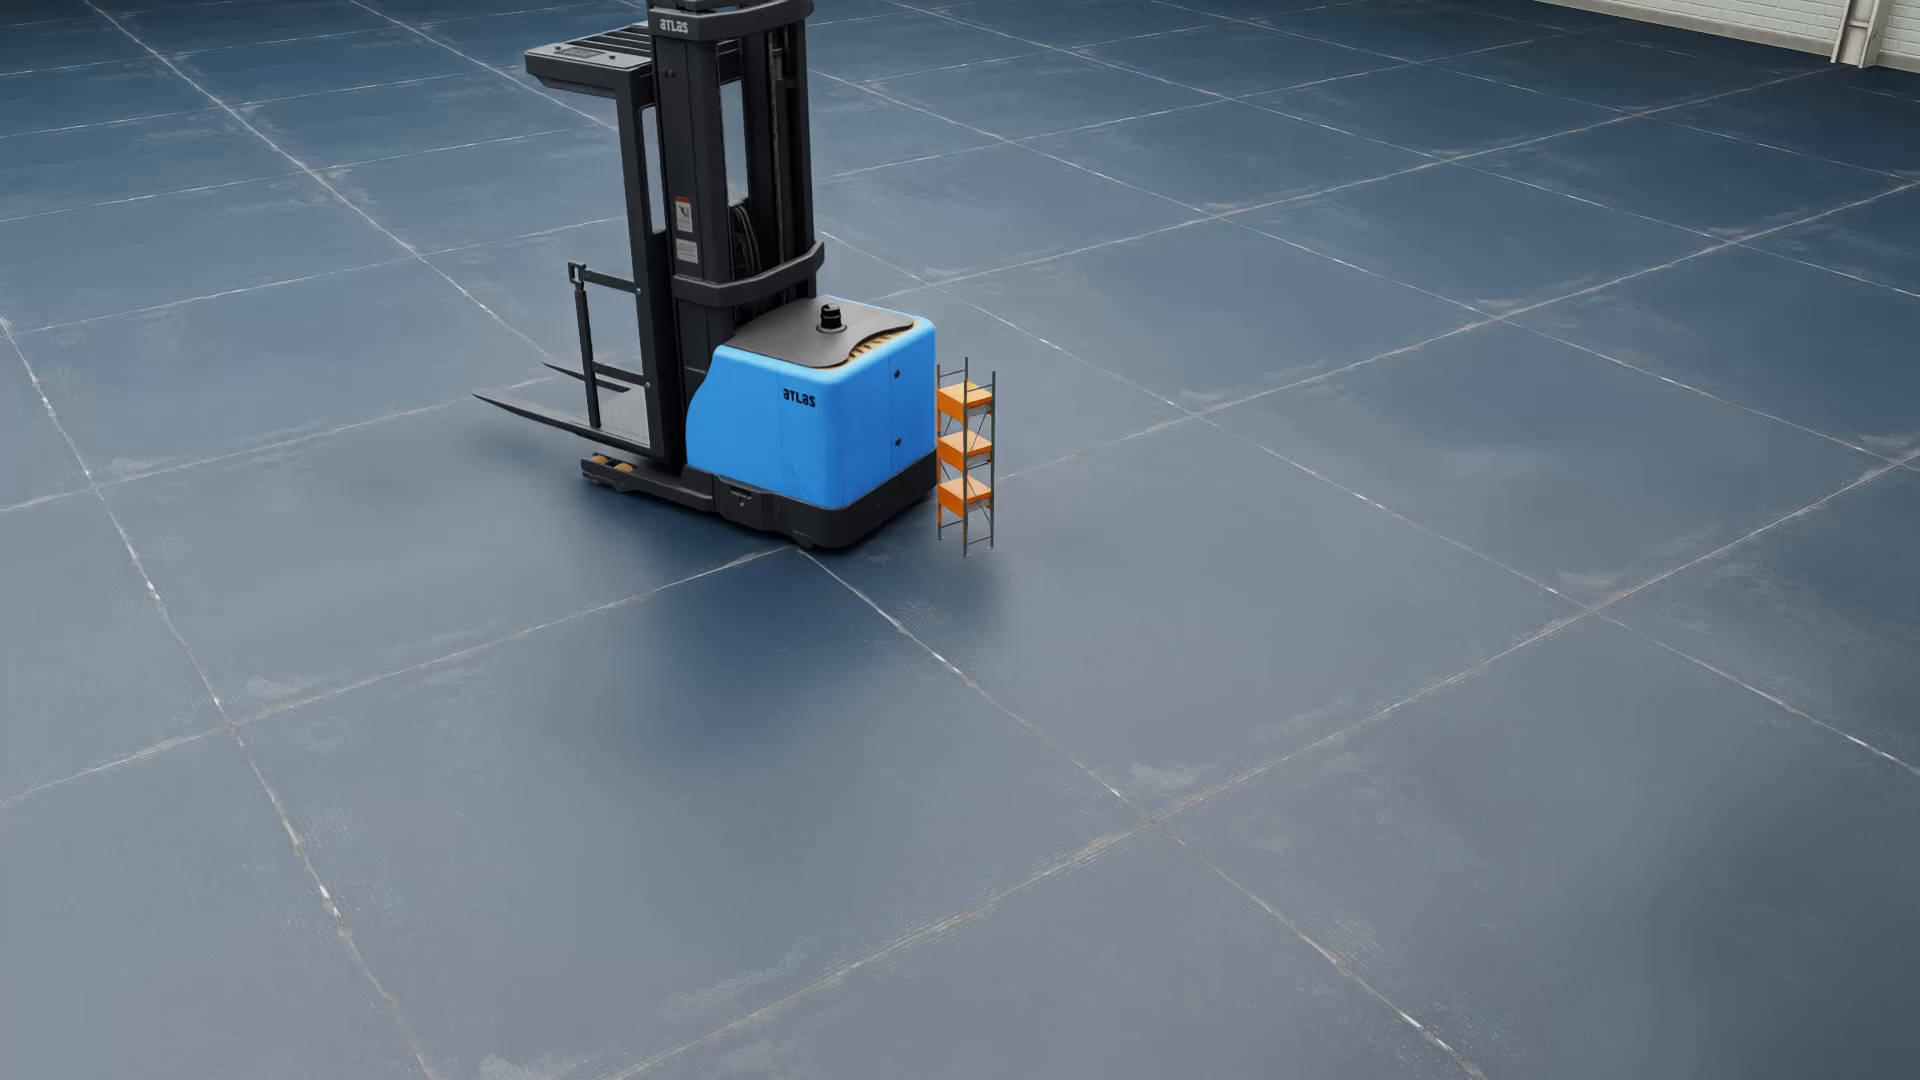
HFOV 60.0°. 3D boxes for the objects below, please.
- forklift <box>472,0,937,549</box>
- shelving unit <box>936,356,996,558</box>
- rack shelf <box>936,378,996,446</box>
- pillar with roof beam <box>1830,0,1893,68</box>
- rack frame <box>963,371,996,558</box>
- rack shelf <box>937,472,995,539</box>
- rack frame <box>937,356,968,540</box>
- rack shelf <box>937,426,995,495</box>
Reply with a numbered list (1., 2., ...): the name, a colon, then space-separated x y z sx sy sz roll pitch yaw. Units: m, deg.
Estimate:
1. forklift: -1.636 -1.762 9.423 3.031 2.935 1.130 17 33 29
2. shelving unit: 0.031 -0.441 8.961 0.215 1.050 0.252 -19 34 -31
3. rack shelf: 0.031 -0.681 8.831 0.215 0.259 0.240 -19 34 -31
4. pillar with roof beam: 7.019 -8.381 15.252 9.100 9.000 0.400 -19 34 -31
5. rack frame: 0.102 -0.393 8.874 0.200 1.050 0.008 -19 34 -31
6. rack shelf: 0.031 -0.187 9.099 0.215 0.259 0.240 -19 34 -31
7. rack frame: -0.040 -0.488 9.048 0.200 1.050 0.008 -19 34 -31
8. rack shelf: 0.031 -0.431 8.966 0.215 0.259 0.240 -19 34 -31
